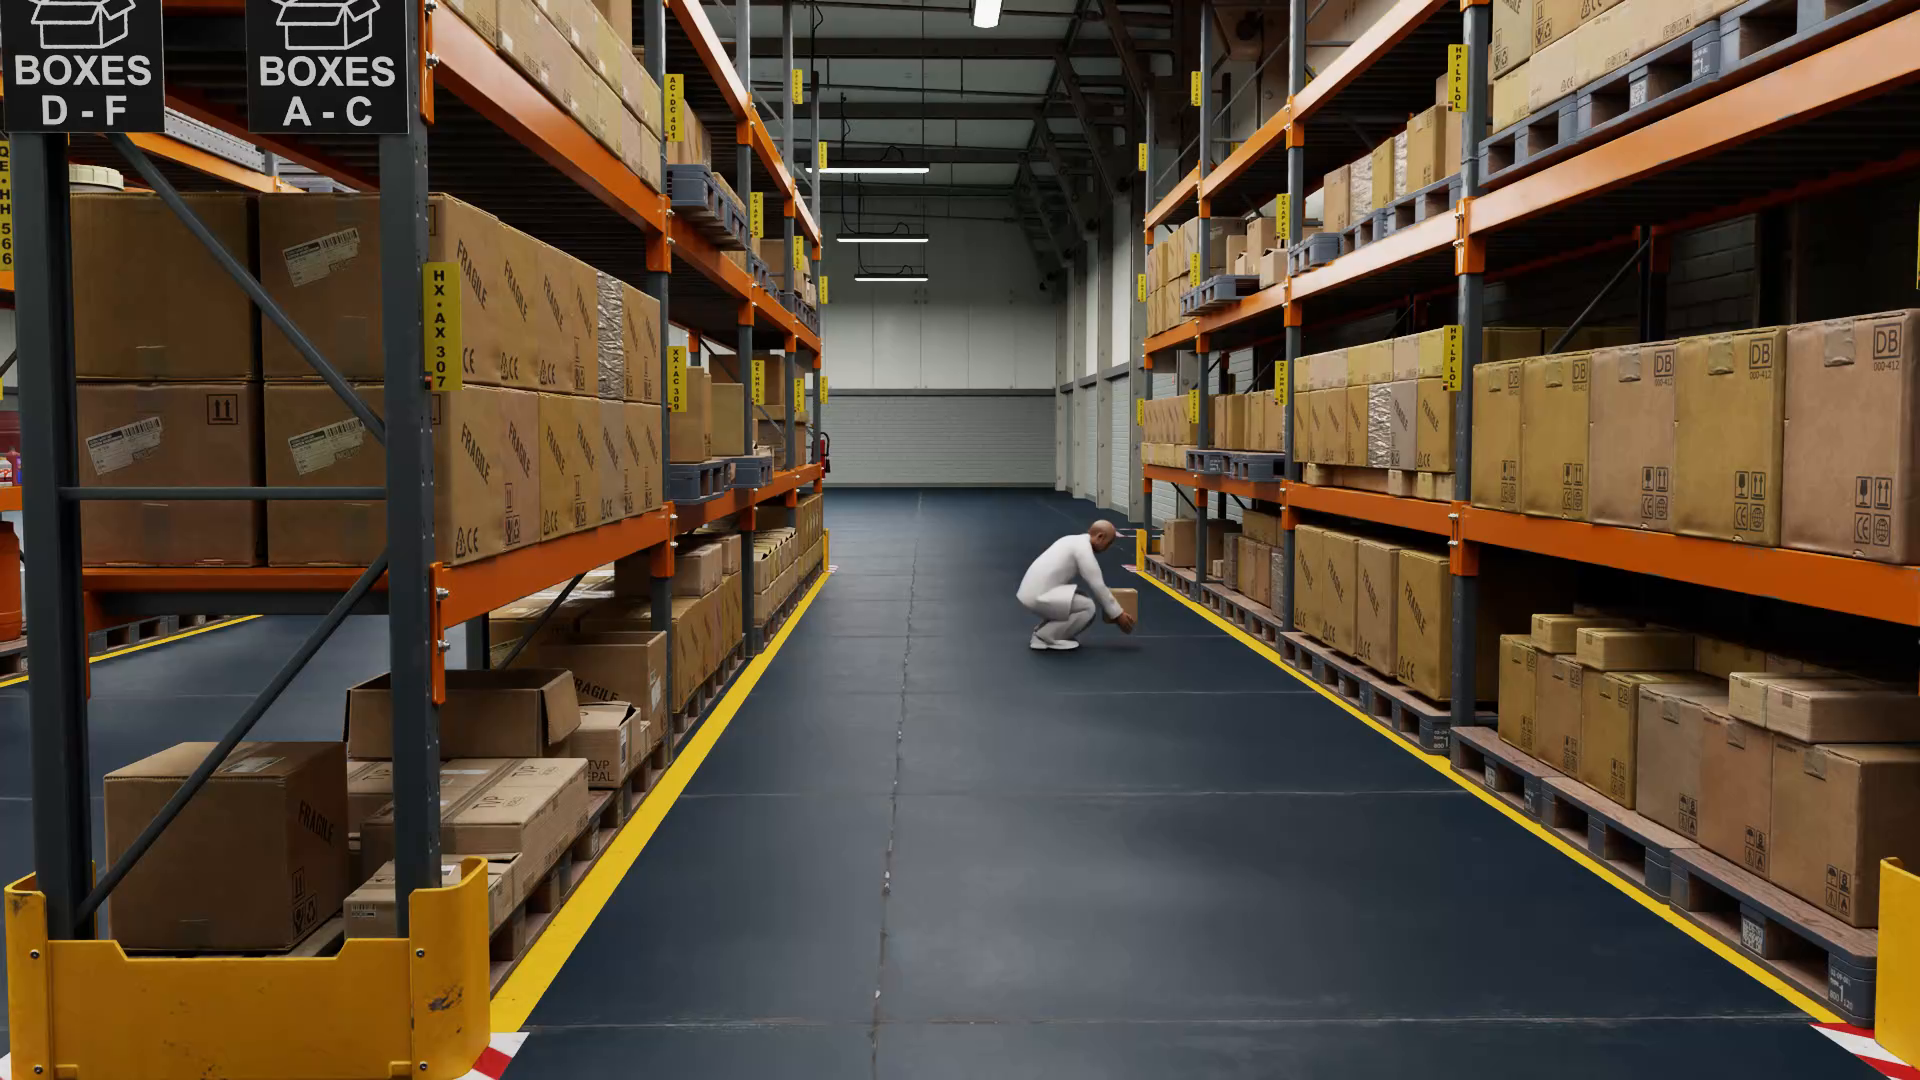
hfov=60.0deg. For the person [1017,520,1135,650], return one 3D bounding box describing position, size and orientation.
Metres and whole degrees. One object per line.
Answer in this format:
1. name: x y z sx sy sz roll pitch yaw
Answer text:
1. person: 0.898 0.345 12.963 0.912 0.999 0.588 0 4 -2
